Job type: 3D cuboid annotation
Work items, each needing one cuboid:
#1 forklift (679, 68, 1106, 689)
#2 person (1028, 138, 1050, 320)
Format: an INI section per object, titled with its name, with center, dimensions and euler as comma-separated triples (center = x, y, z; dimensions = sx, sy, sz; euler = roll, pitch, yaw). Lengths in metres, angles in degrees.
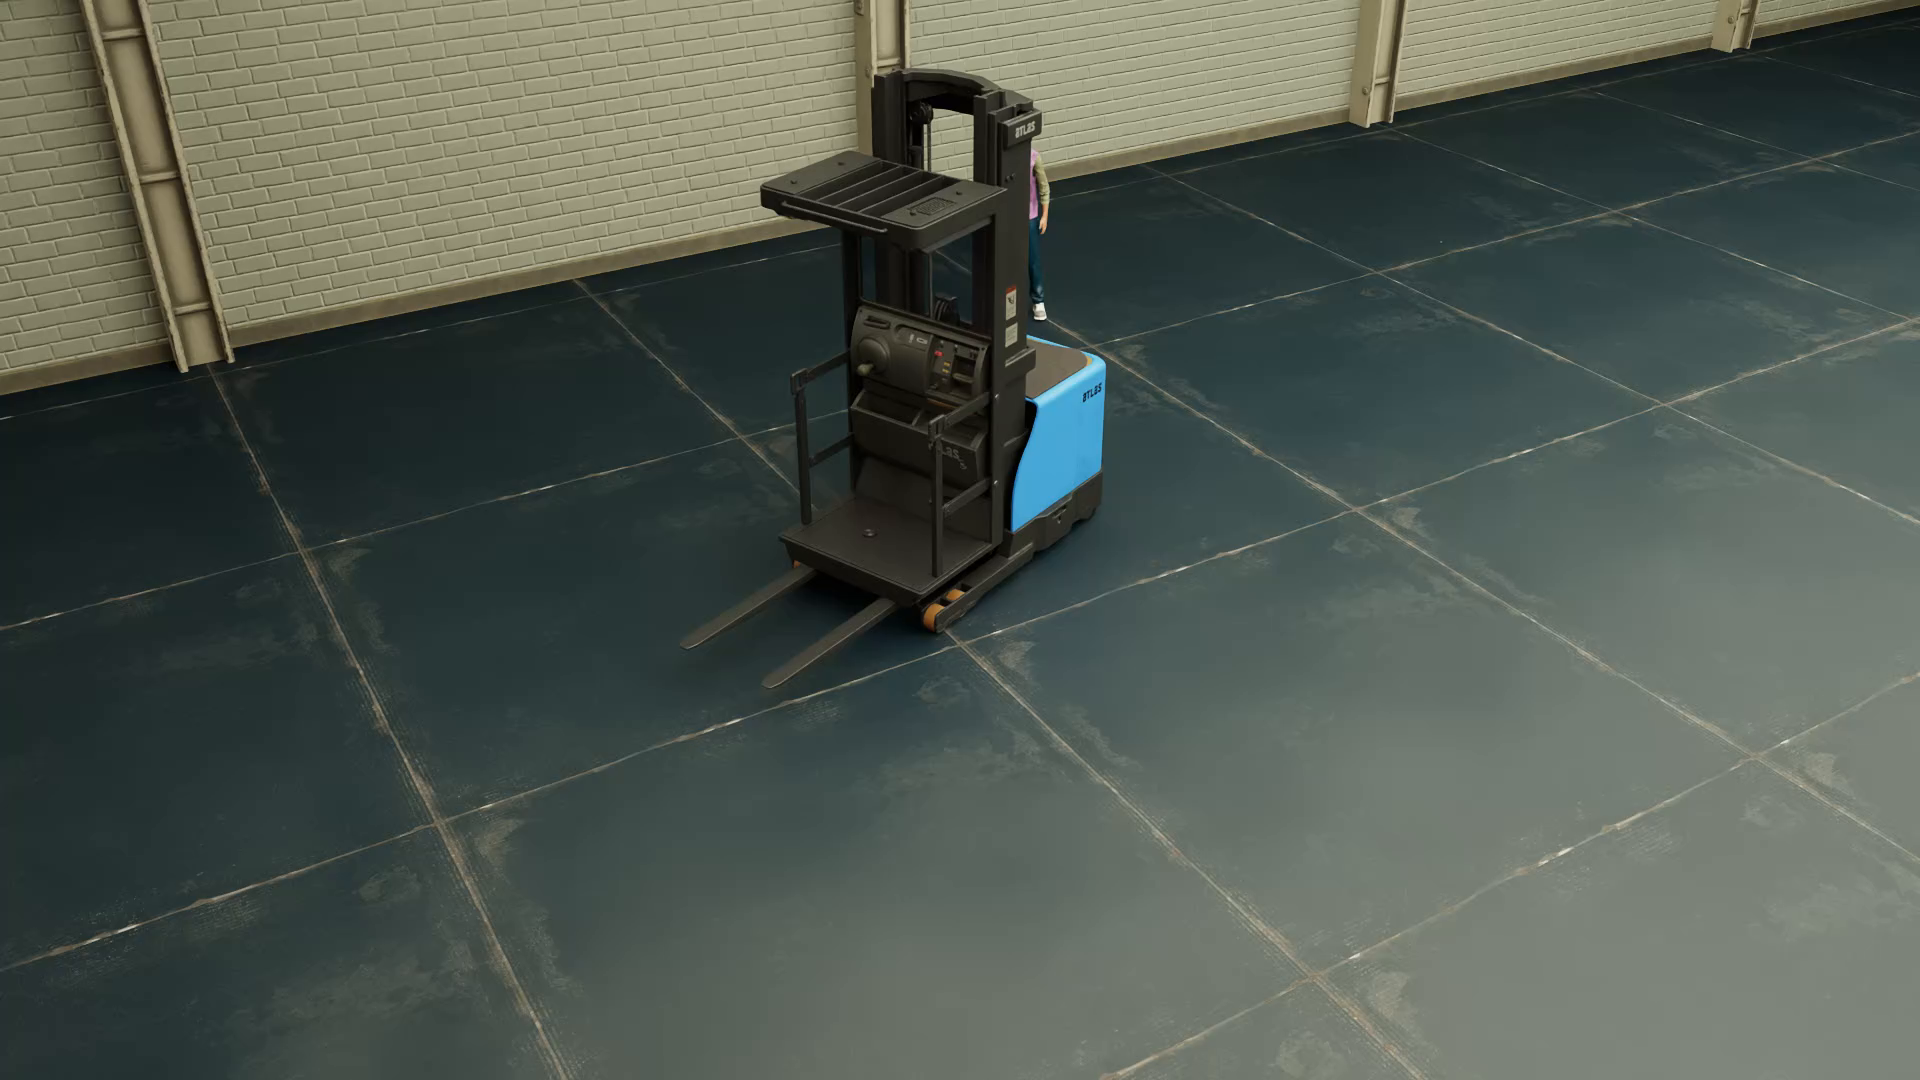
[forklift]
center = -0.365, -1.007, 9.329
dimensions = 1.130, 2.935, 3.031
euler = 21, 37, 31
[person]
center = 0.454, -2.547, 13.202
dimensions = 0.541, 1.604, 0.389
euler = 7, 32, 12
